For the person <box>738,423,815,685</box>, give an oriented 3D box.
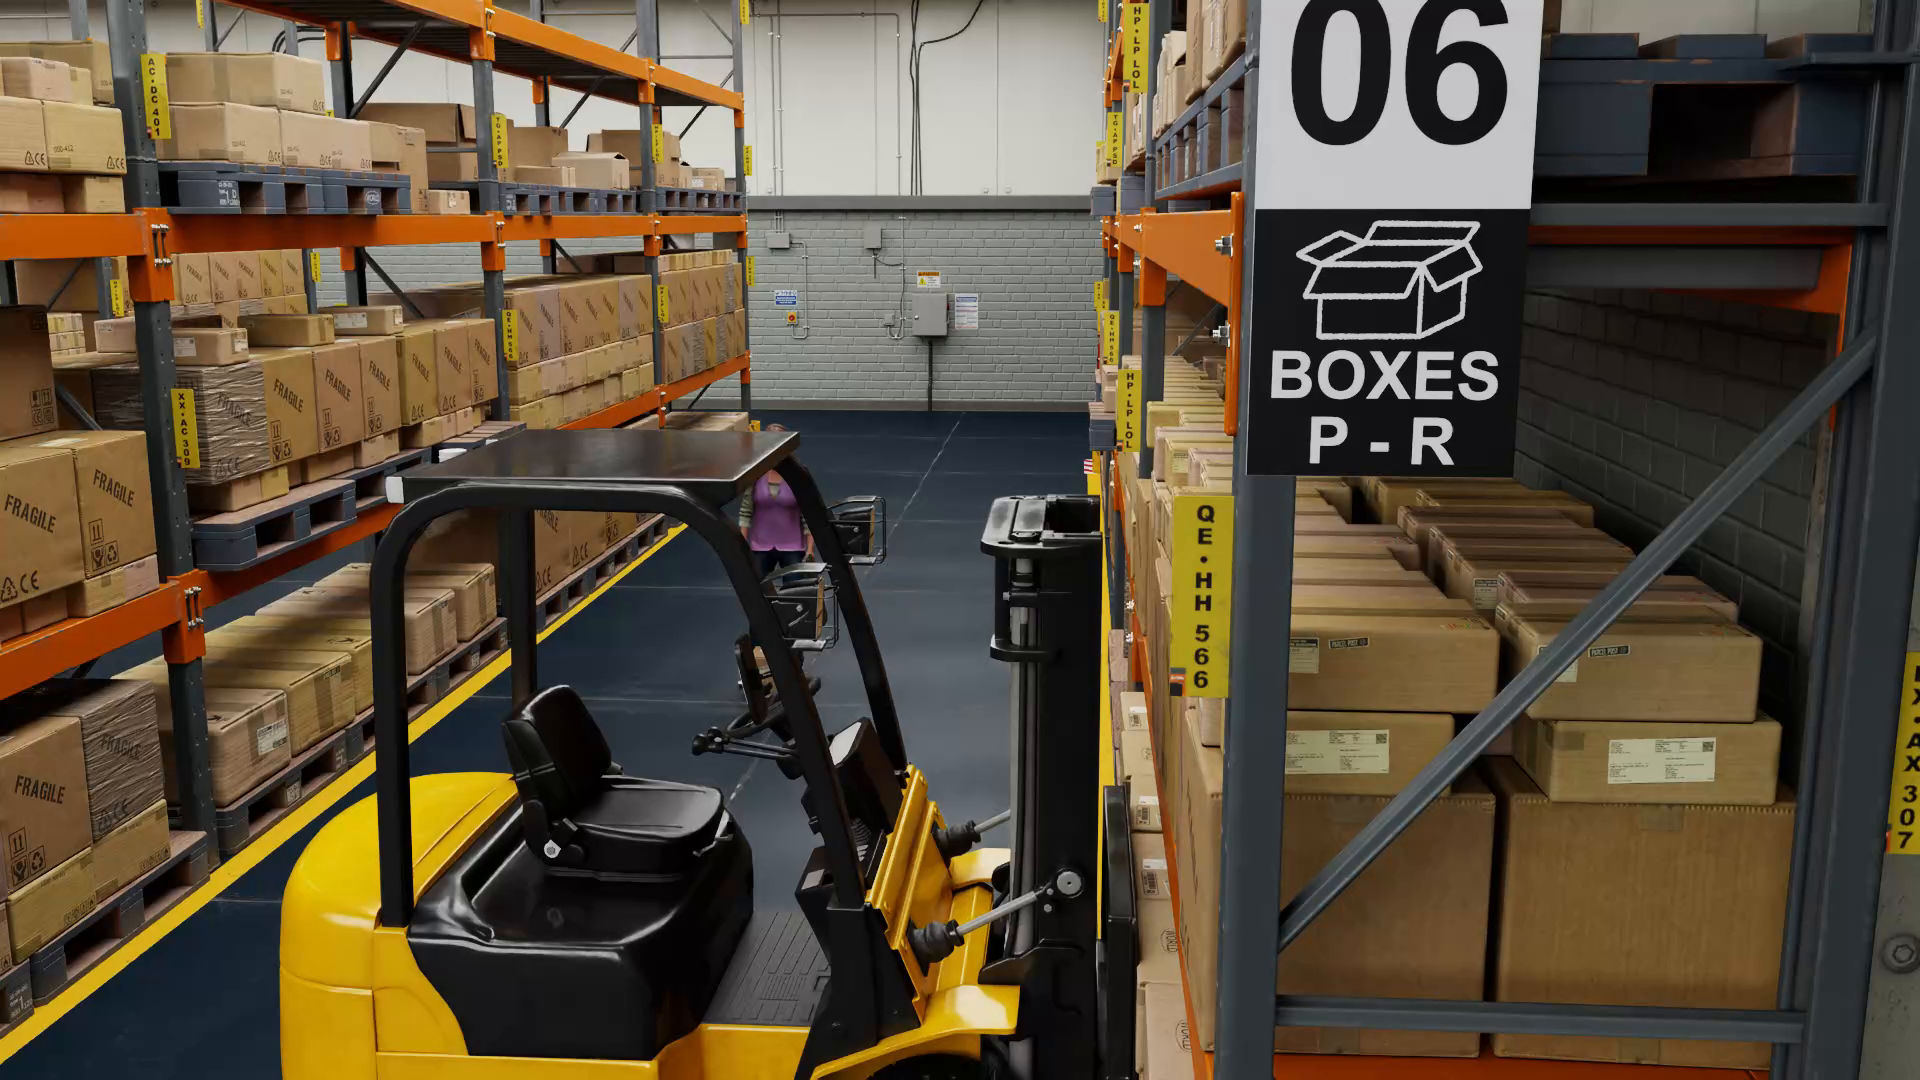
[{"bbox_3d":[-1.104,0.085,10.024,0.472,1.592,0.350,1,11,3],"label":"person"}]
